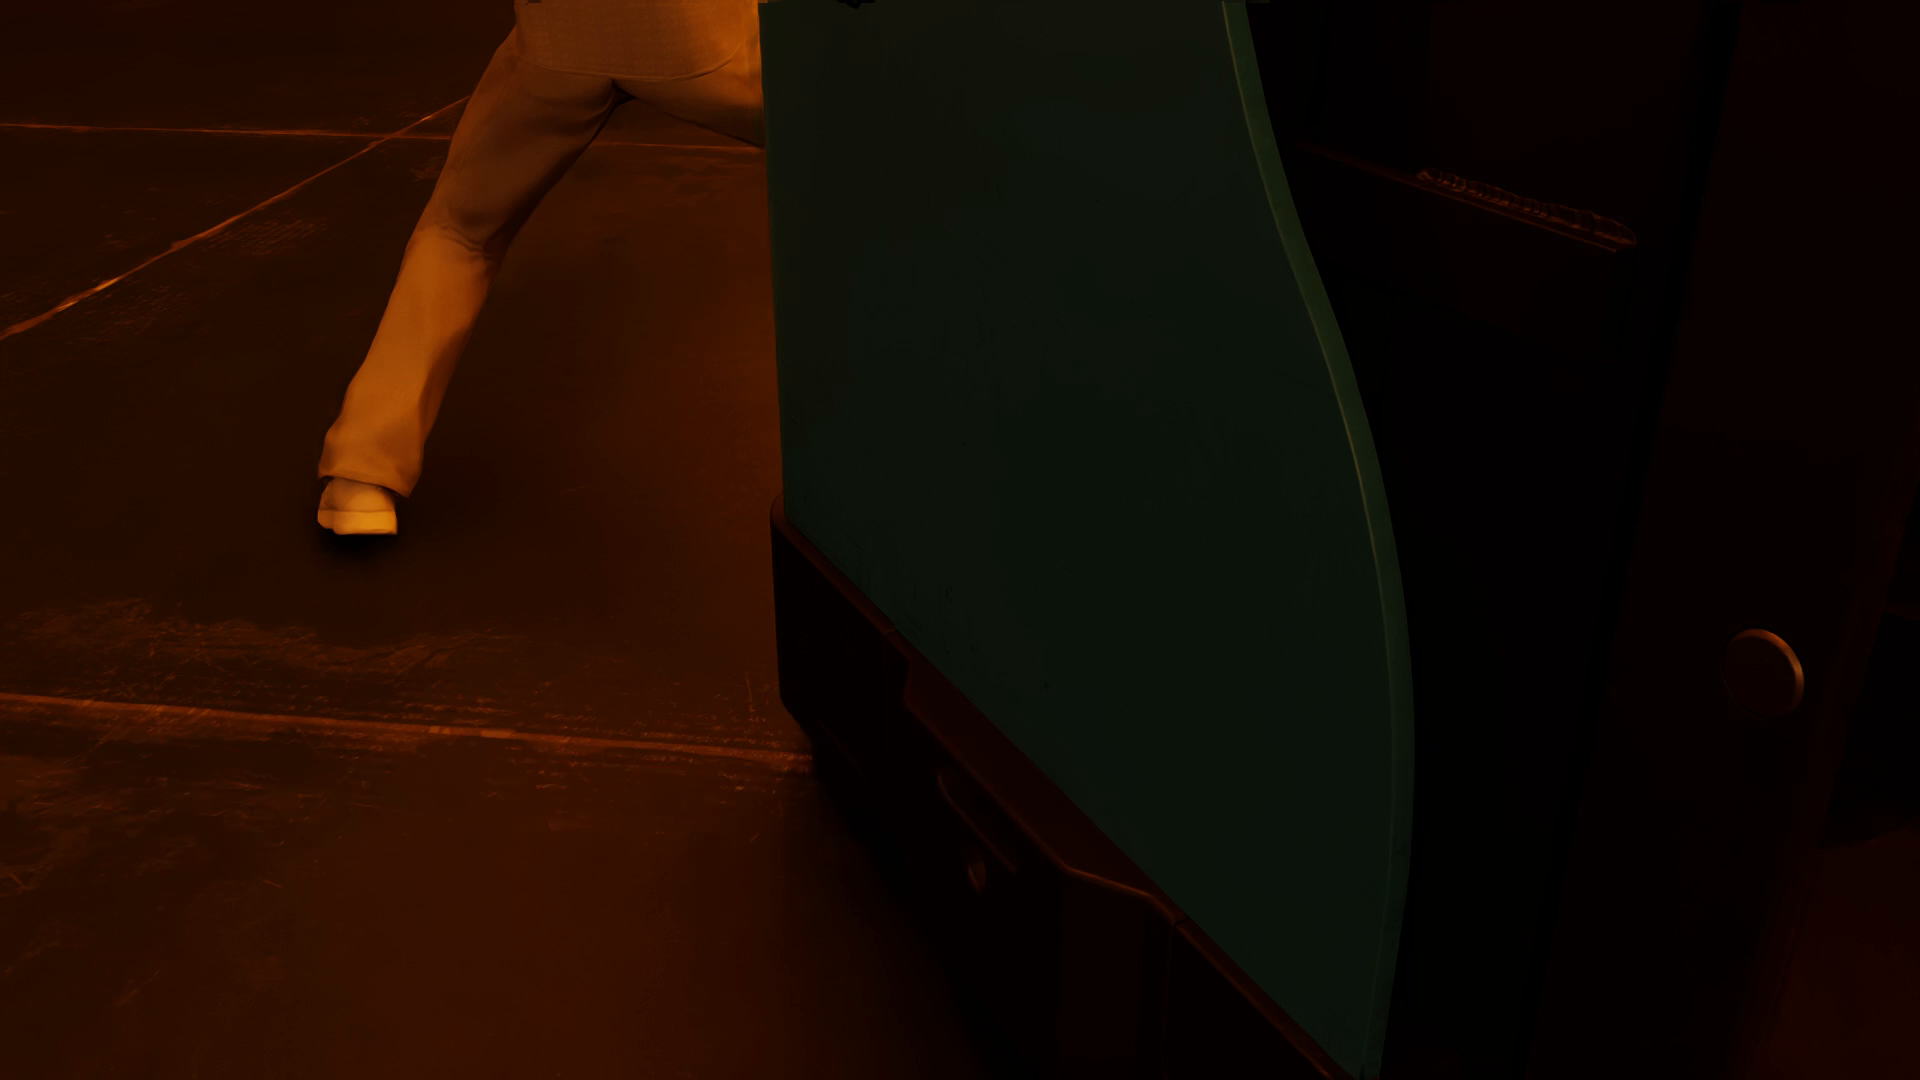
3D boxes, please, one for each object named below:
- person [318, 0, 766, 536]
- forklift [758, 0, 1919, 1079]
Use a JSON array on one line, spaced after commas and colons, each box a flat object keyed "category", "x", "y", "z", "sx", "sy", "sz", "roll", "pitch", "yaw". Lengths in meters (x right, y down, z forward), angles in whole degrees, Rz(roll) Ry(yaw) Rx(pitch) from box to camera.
[{"category": "person", "x": -0.473, "y": -0.799, "z": 2.464, "sx": 0.977, "sy": 1.521, "sz": 0.964, "roll": 5, "pitch": 27, "yaw": 11}, {"category": "forklift", "x": 0.926, "y": -0.605, "z": 0.430, "sx": 1.130, "sy": 2.935, "sz": 3.031, "roll": -13, "pitch": 30, "yaw": -25}]
